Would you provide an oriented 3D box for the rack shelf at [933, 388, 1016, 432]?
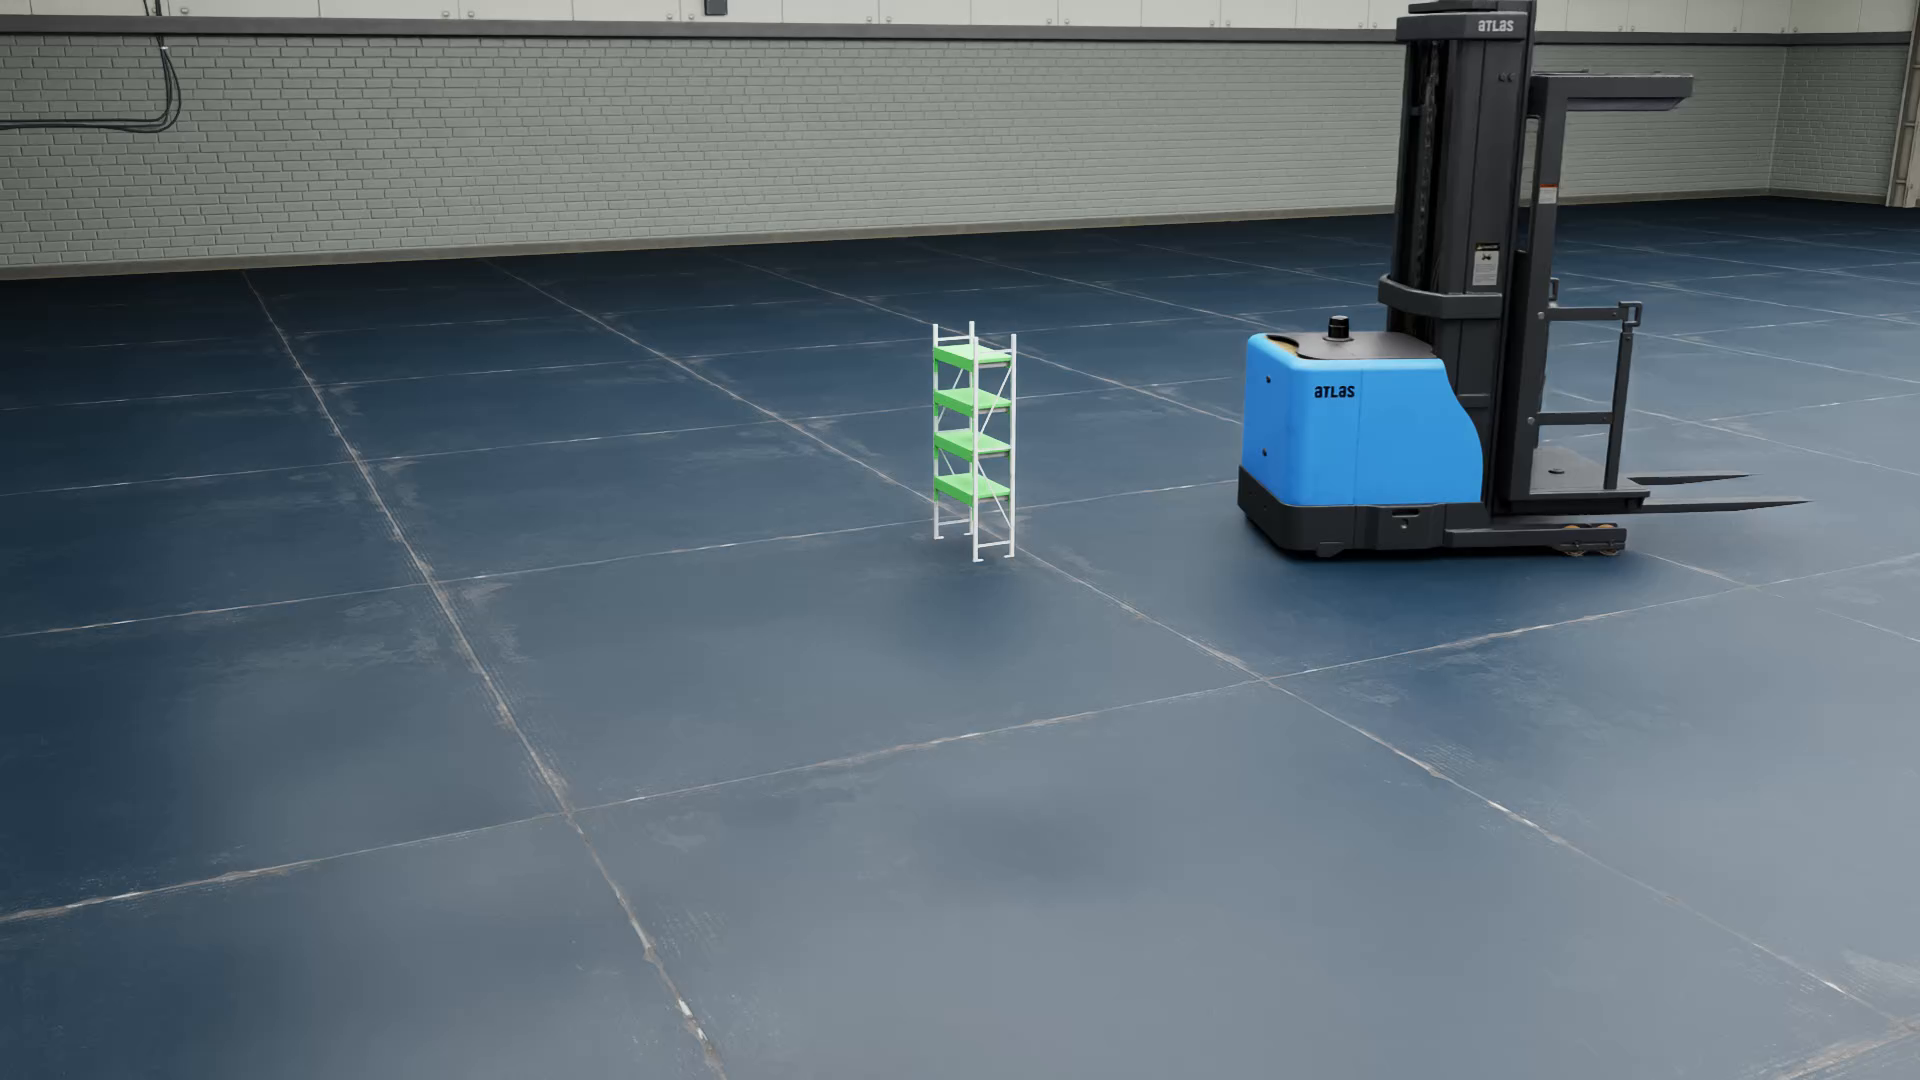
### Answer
[{"bbox_3d":[0.073,-0.705,8.894,0.258,0.148,0.480,-8,18,-25],"label":"rack shelf"}]

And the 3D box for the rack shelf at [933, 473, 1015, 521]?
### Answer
[{"bbox_3d":[0.073,-0.244,9.026,0.258,0.148,0.480,-8,18,-25],"label":"rack shelf"}]

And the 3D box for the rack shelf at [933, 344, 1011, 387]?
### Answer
[{"bbox_3d":[0.073,-0.936,8.827,0.258,0.148,0.480,-8,18,-25],"label":"rack shelf"}]

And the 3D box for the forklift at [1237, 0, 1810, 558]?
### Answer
[{"bbox_3d":[3.166,-1.464,9.038,3.031,2.935,1.130,-1,16,-5],"label":"forklift"}]

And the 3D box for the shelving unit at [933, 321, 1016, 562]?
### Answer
[{"bbox_3d":[0.073,-0.536,8.942,0.258,1.200,0.503,-8,18,-25],"label":"shelving unit"}]

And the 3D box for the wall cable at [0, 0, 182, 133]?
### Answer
[{"bbox_3d":[-11.043,-6.078,19.745,3.097,2.526,0.112,-8,18,-25],"label":"wall cable"}]

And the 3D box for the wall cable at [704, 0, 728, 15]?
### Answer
[{"bbox_3d":[-2.502,-10.348,22.832,2.305,6.003,0.169,-8,18,-25],"label":"wall cable"}]

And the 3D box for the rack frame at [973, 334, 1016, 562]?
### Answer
[{"bbox_3d":[0.179,-0.475,8.731,0.240,1.200,0.015,-8,18,-25],"label":"rack frame"}]

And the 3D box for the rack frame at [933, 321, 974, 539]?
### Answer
[{"bbox_3d":[-0.034,-0.596,9.153,0.240,1.200,0.015,-8,18,-25],"label":"rack frame"}]

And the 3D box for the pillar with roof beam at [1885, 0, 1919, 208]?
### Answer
[{"bbox_3d":[13.506,-9.966,27.666,9.100,9.000,0.400,-8,18,-25],"label":"pillar with roof beam"}]

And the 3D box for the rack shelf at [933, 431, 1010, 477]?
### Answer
[{"bbox_3d":[0.073,-0.474,8.960,0.258,0.148,0.480,-8,18,-25],"label":"rack shelf"}]
